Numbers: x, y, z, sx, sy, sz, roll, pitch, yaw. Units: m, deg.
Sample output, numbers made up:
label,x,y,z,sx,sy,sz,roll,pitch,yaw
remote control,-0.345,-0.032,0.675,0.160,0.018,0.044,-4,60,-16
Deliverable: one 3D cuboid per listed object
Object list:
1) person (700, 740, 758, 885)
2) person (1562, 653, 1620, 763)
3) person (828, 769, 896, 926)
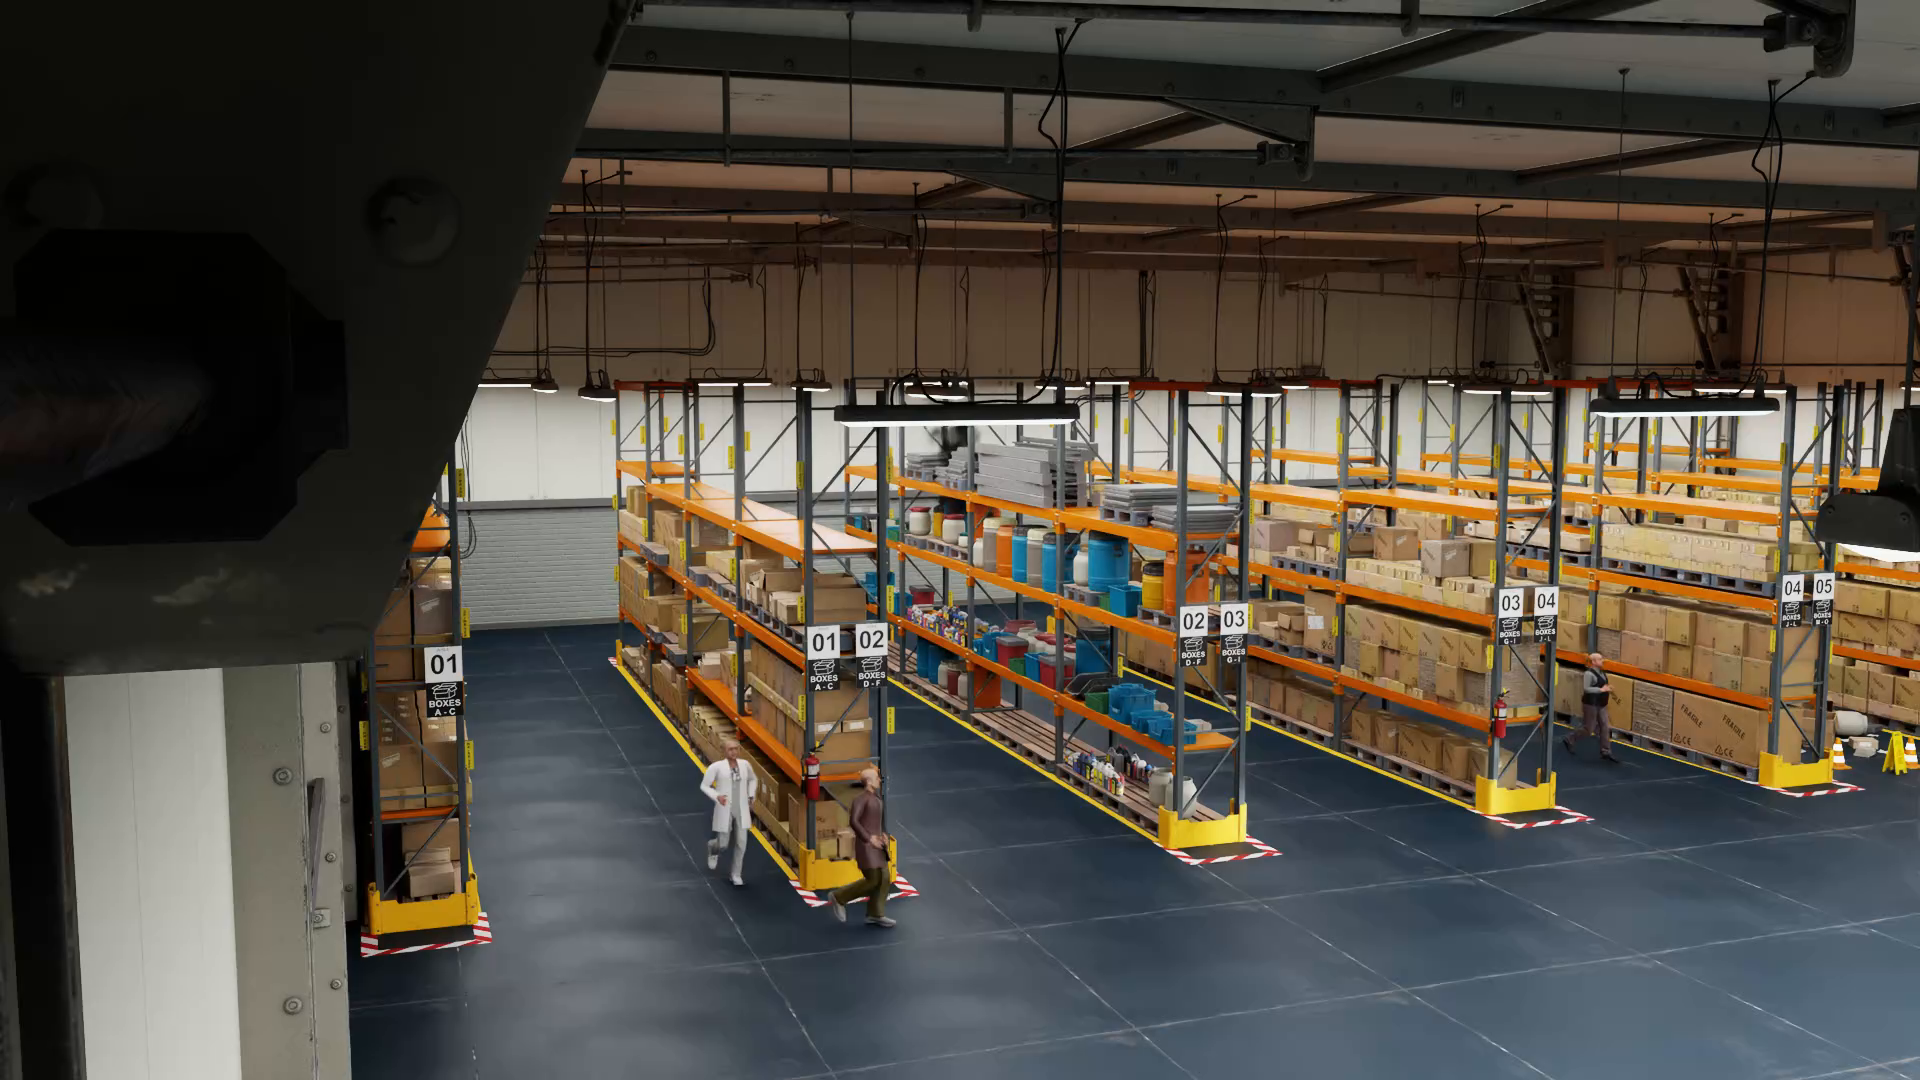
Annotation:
label,x,y,z,sx,sy,sz,roll,pitch,yaw
person,-2.816,3.316,20.450,0.751,1.740,0.773,-3,7,-27
person,10.101,2.649,26.515,0.689,1.712,0.939,-5,8,-41
person,-1.073,3.473,18.947,0.775,1.744,0.777,1,6,9
